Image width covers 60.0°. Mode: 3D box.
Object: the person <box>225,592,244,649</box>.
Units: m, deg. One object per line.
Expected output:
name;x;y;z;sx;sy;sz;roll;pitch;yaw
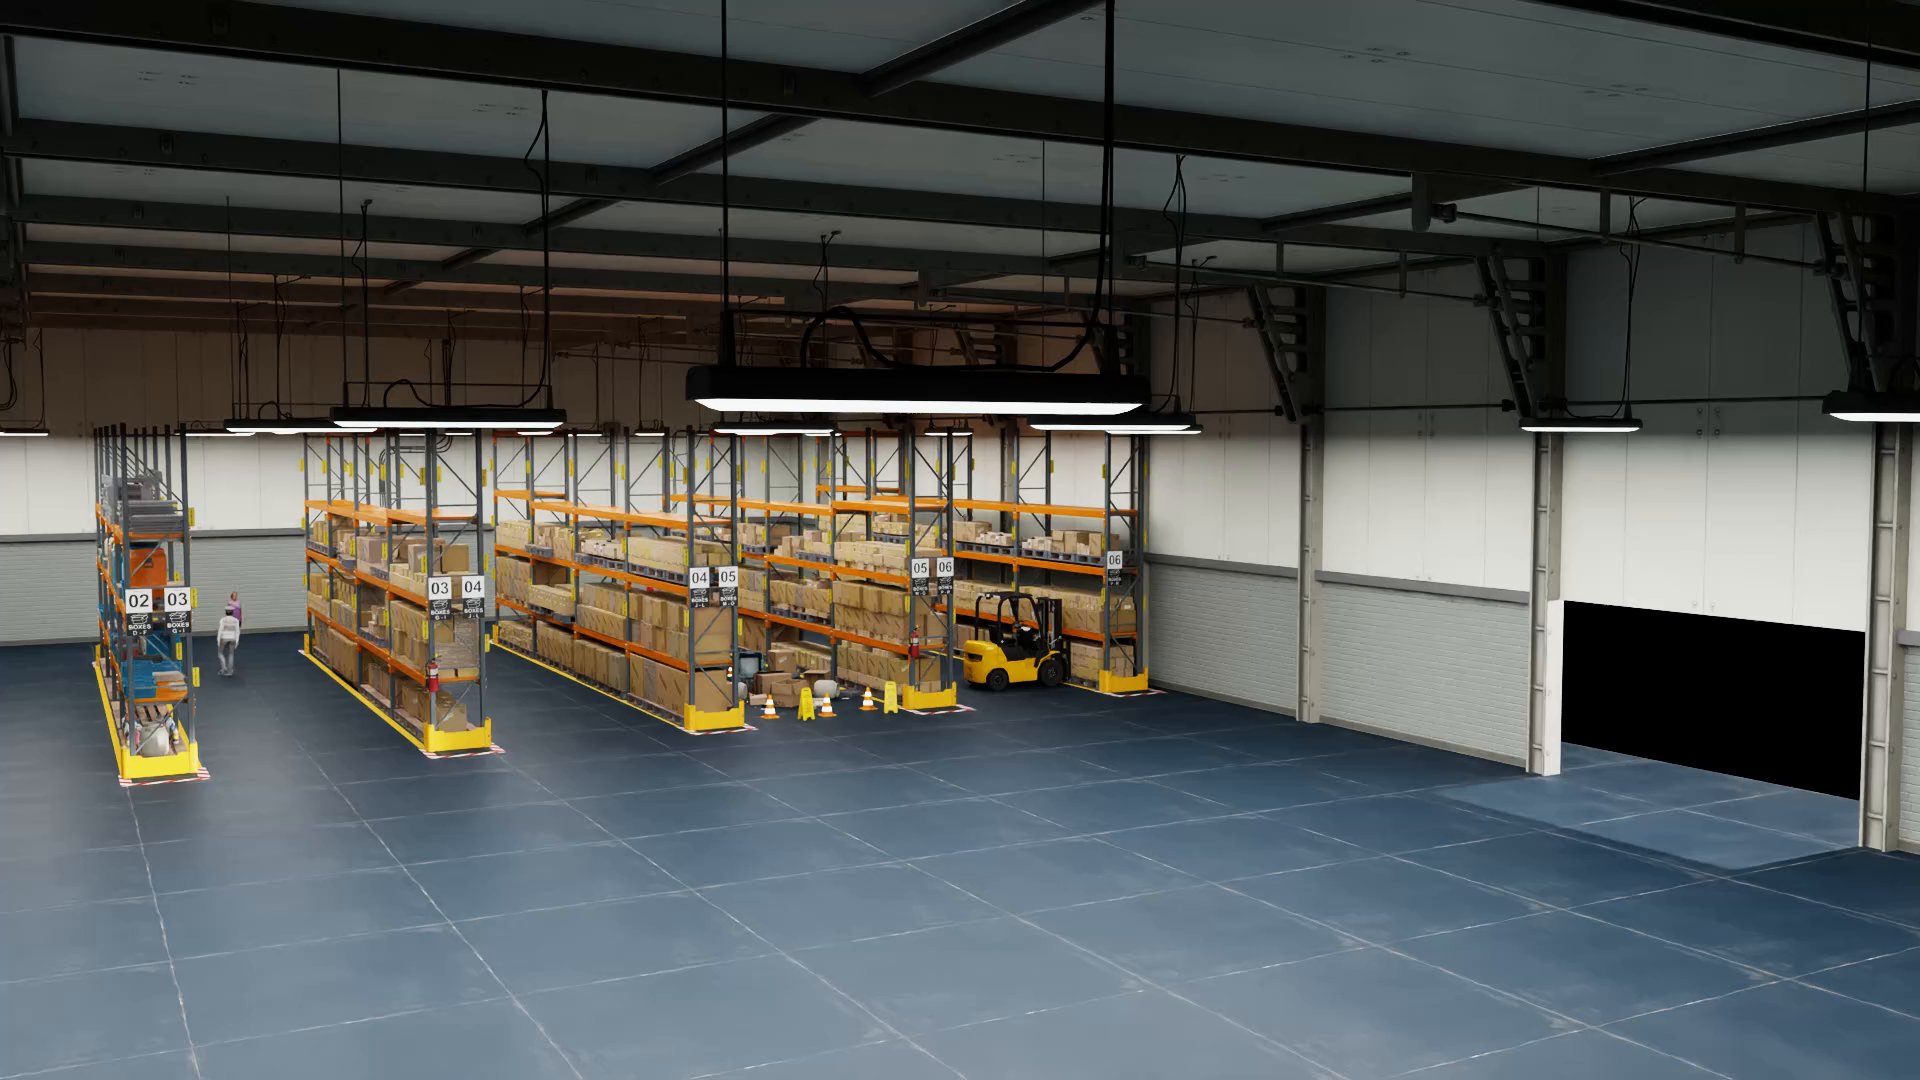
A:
person;-19.809;2.179;45.410;0.451;1.540;0.972;-2;4;-31

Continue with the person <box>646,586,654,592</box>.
person;-8.339;2.114;44.768;0.590;1.783;0.527;-3;4;-37

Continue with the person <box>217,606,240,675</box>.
person;-17.703;2.440;40.246;0.523;1.676;0.405;-2;4;-34
